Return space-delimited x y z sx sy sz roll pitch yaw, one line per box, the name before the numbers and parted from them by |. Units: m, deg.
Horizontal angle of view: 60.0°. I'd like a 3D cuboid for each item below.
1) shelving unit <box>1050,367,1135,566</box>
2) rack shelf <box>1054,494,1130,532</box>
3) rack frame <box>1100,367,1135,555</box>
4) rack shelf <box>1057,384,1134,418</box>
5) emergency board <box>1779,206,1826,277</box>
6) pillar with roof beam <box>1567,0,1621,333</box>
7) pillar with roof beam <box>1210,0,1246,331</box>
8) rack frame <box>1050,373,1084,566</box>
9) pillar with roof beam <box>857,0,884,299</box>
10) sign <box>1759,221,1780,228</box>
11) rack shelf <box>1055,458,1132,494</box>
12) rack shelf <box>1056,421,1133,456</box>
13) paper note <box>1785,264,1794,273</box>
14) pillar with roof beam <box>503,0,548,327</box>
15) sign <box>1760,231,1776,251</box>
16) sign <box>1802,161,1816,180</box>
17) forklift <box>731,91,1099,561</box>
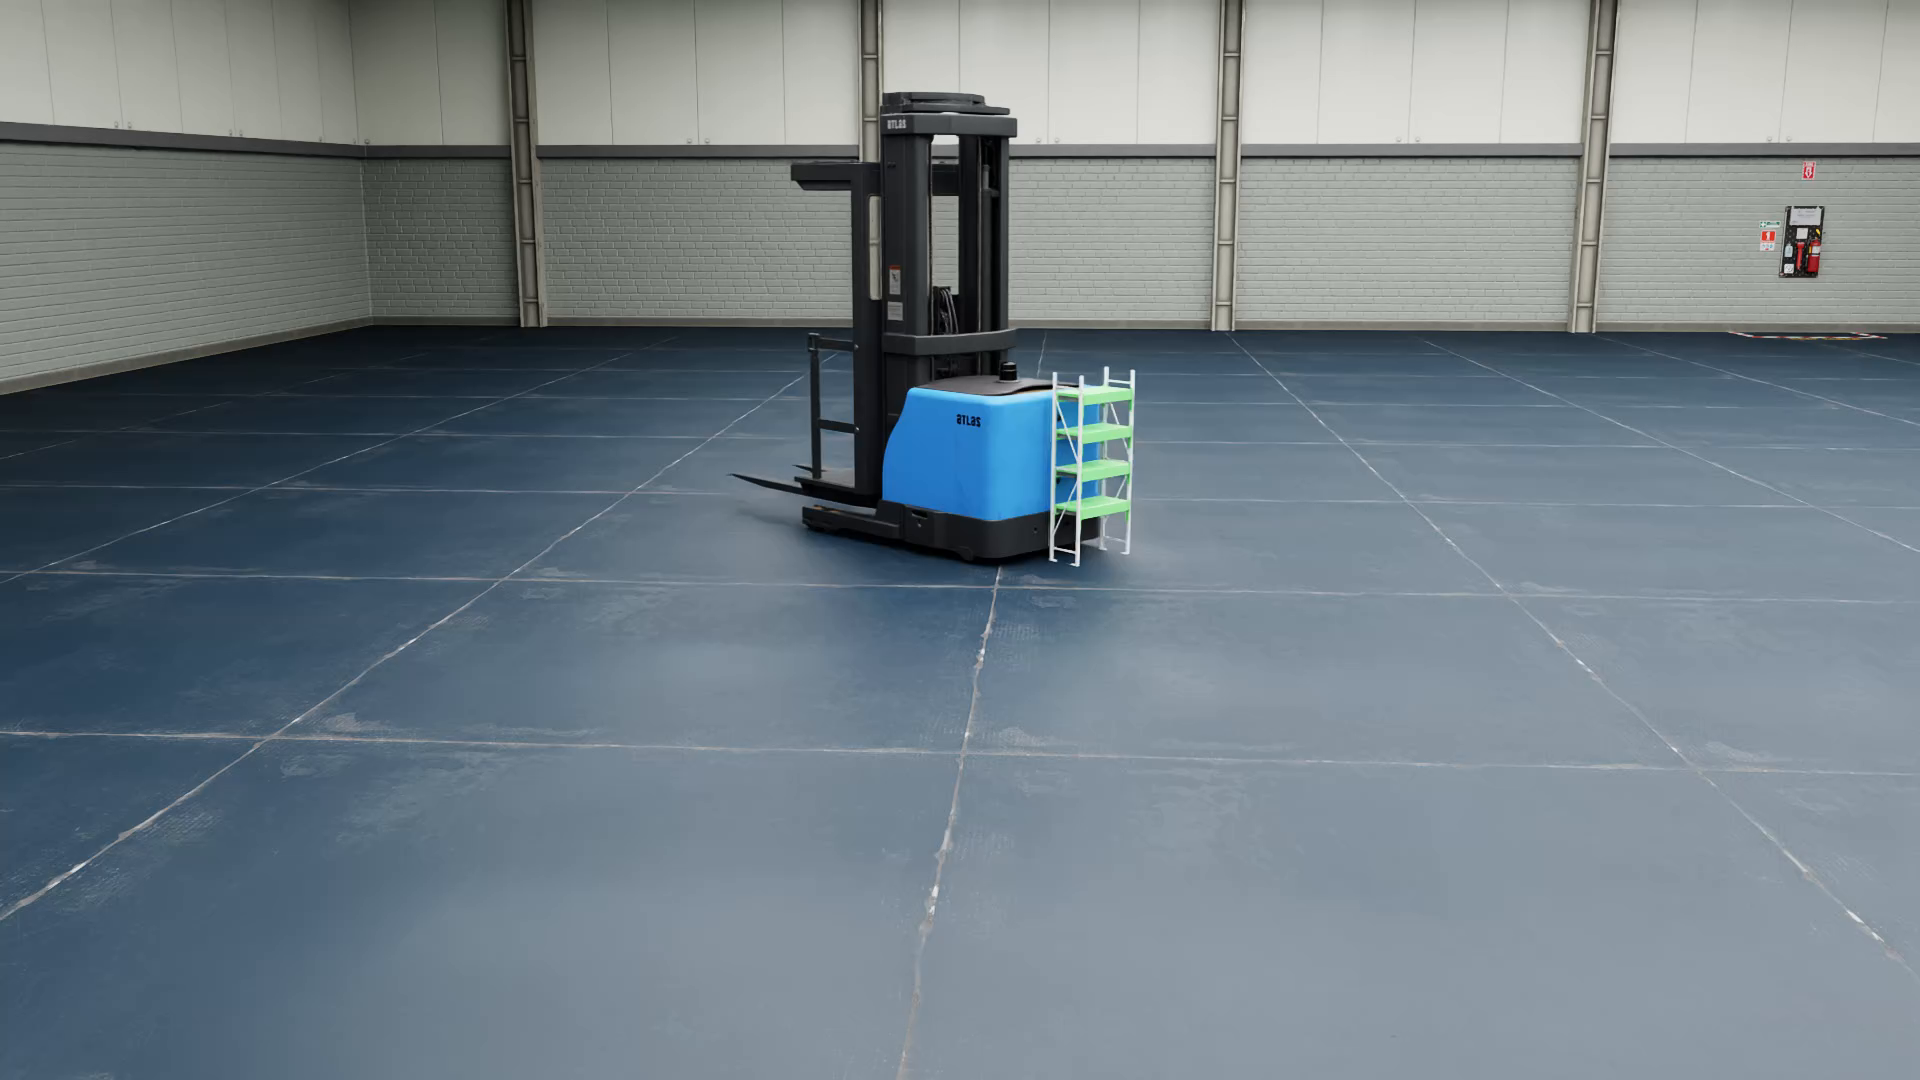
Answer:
shelving unit | 0.842 -0.475 10.599 0.503 1.200 0.258 -11 17 -43
rack shelf | 0.839 -0.178 10.664 0.480 0.148 0.258 -11 17 -43
rack frame | 1.016 -0.510 10.766 0.015 1.200 0.240 -11 17 -43
rack shelf | 0.845 -0.881 10.511 0.480 0.148 0.258 -11 17 -43
emergency board | 13.999 -4.940 27.560 0.643 1.169 0.194 1 12 4
pillar with roof beam | 10.188 -7.038 22.935 0.400 9.000 9.100 1 12 4
pillar with roof beam | 4.201 -7.120 23.327 0.400 9.000 9.100 1 12 4
rack frame | 0.667 -0.440 10.432 0.015 1.200 0.240 -11 17 -43
pillar with roof beam | -1.785 -7.202 23.720 0.400 9.000 9.100 1 12 4
sign | 13.458 -5.244 27.630 0.331 0.109 0.001 1 12 4
rack shelf | 0.841 -0.412 10.613 0.480 0.148 0.258 -11 17 -43
rack shelf | 0.843 -0.647 10.562 0.480 0.148 0.258 -11 17 -43
paper note | 13.827 -4.526 27.729 0.142 0.148 0.016 1 12 4
pillar with roof beam | -7.772 -7.284 24.112 0.400 9.000 9.100 1 12 4
sign | 13.454 -4.986 27.693 0.234 0.329 0.001 1 12 4
sign | 13.998 -6.095 27.420 0.199 0.298 0.001 1 12 4
forklift | -0.453 -1.540 11.470 1.130 2.935 3.031 -11 16 -42
